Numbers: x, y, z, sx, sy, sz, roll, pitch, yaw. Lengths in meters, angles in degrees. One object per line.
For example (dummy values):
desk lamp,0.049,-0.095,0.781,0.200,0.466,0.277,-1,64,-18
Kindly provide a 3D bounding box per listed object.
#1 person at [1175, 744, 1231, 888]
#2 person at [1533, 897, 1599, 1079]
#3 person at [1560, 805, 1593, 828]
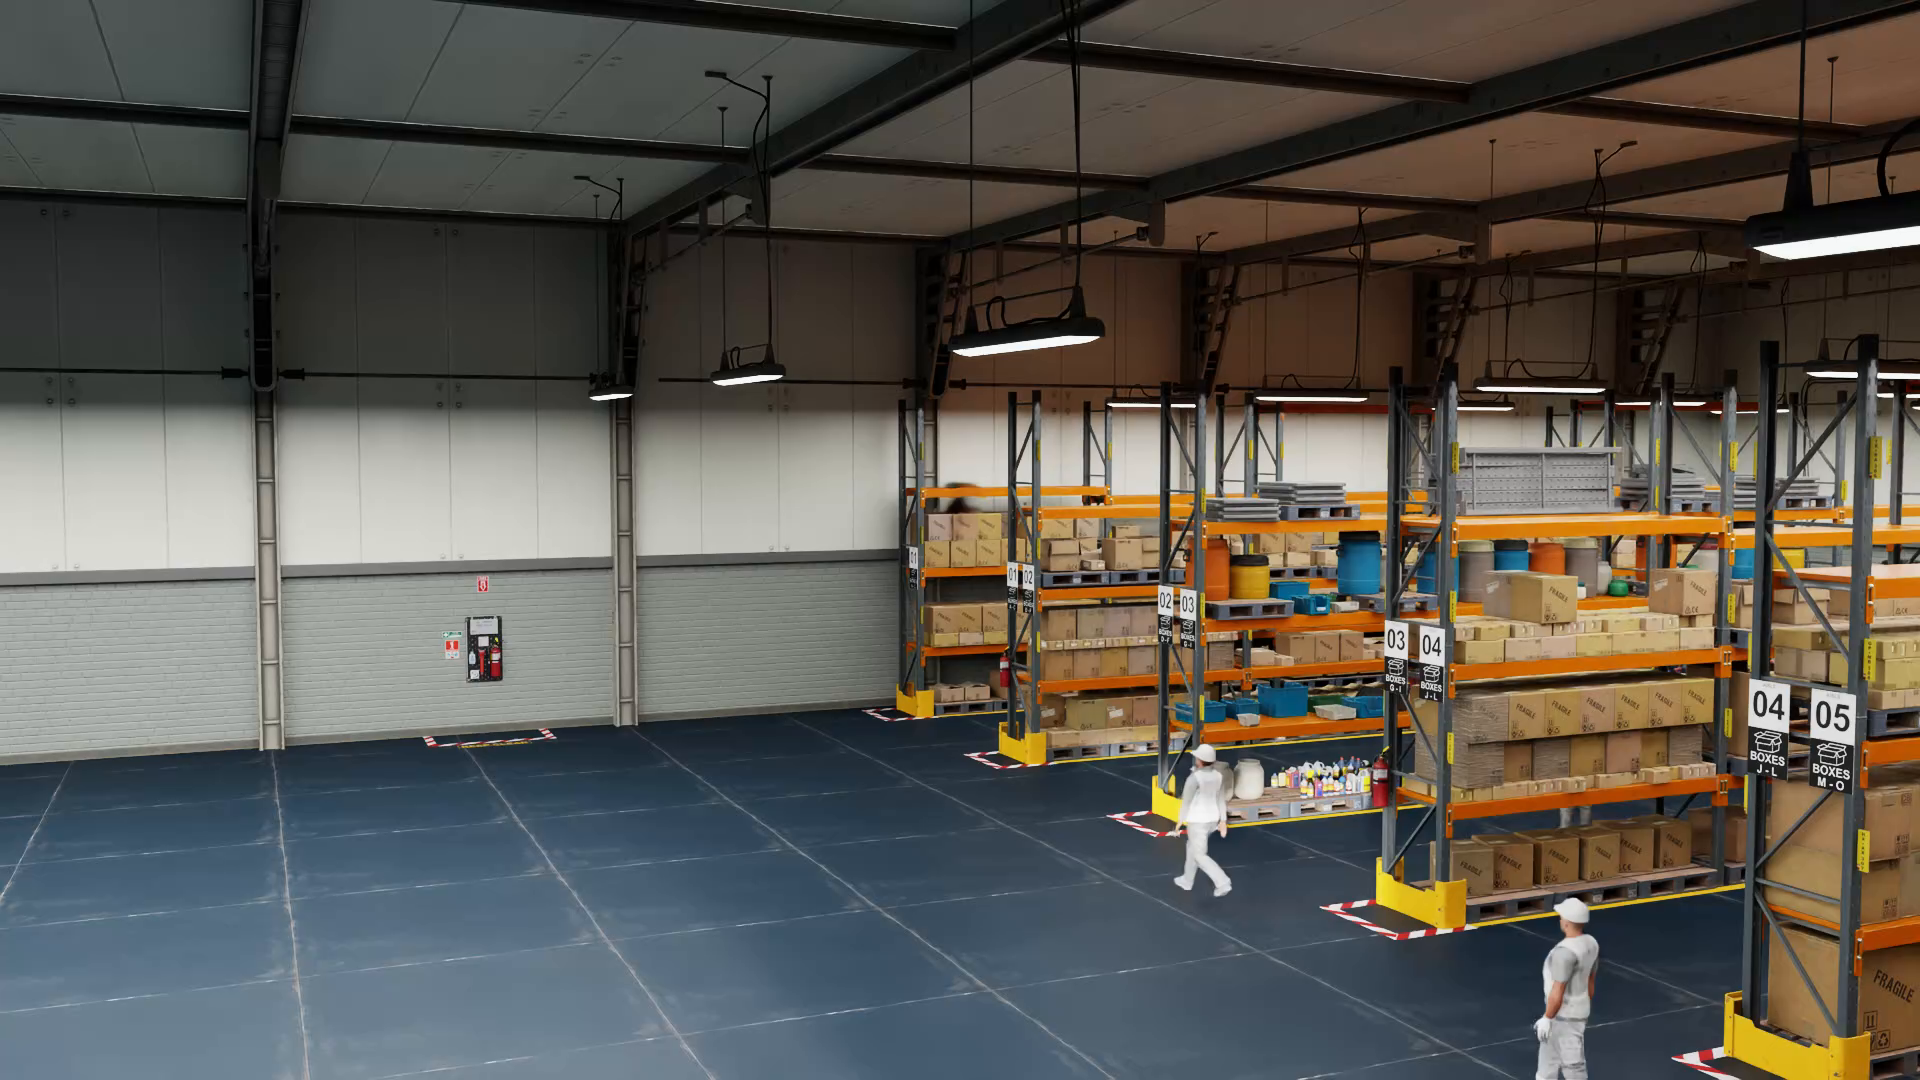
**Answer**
person,2.787,3.164,18.865,0.818,1.689,0.530,3,5,43
person,4.405,3.537,12.430,0.667,1.781,0.552,1,4,22
person,7.826,3.039,21.053,0.583,1.786,0.488,-1,4,-19
